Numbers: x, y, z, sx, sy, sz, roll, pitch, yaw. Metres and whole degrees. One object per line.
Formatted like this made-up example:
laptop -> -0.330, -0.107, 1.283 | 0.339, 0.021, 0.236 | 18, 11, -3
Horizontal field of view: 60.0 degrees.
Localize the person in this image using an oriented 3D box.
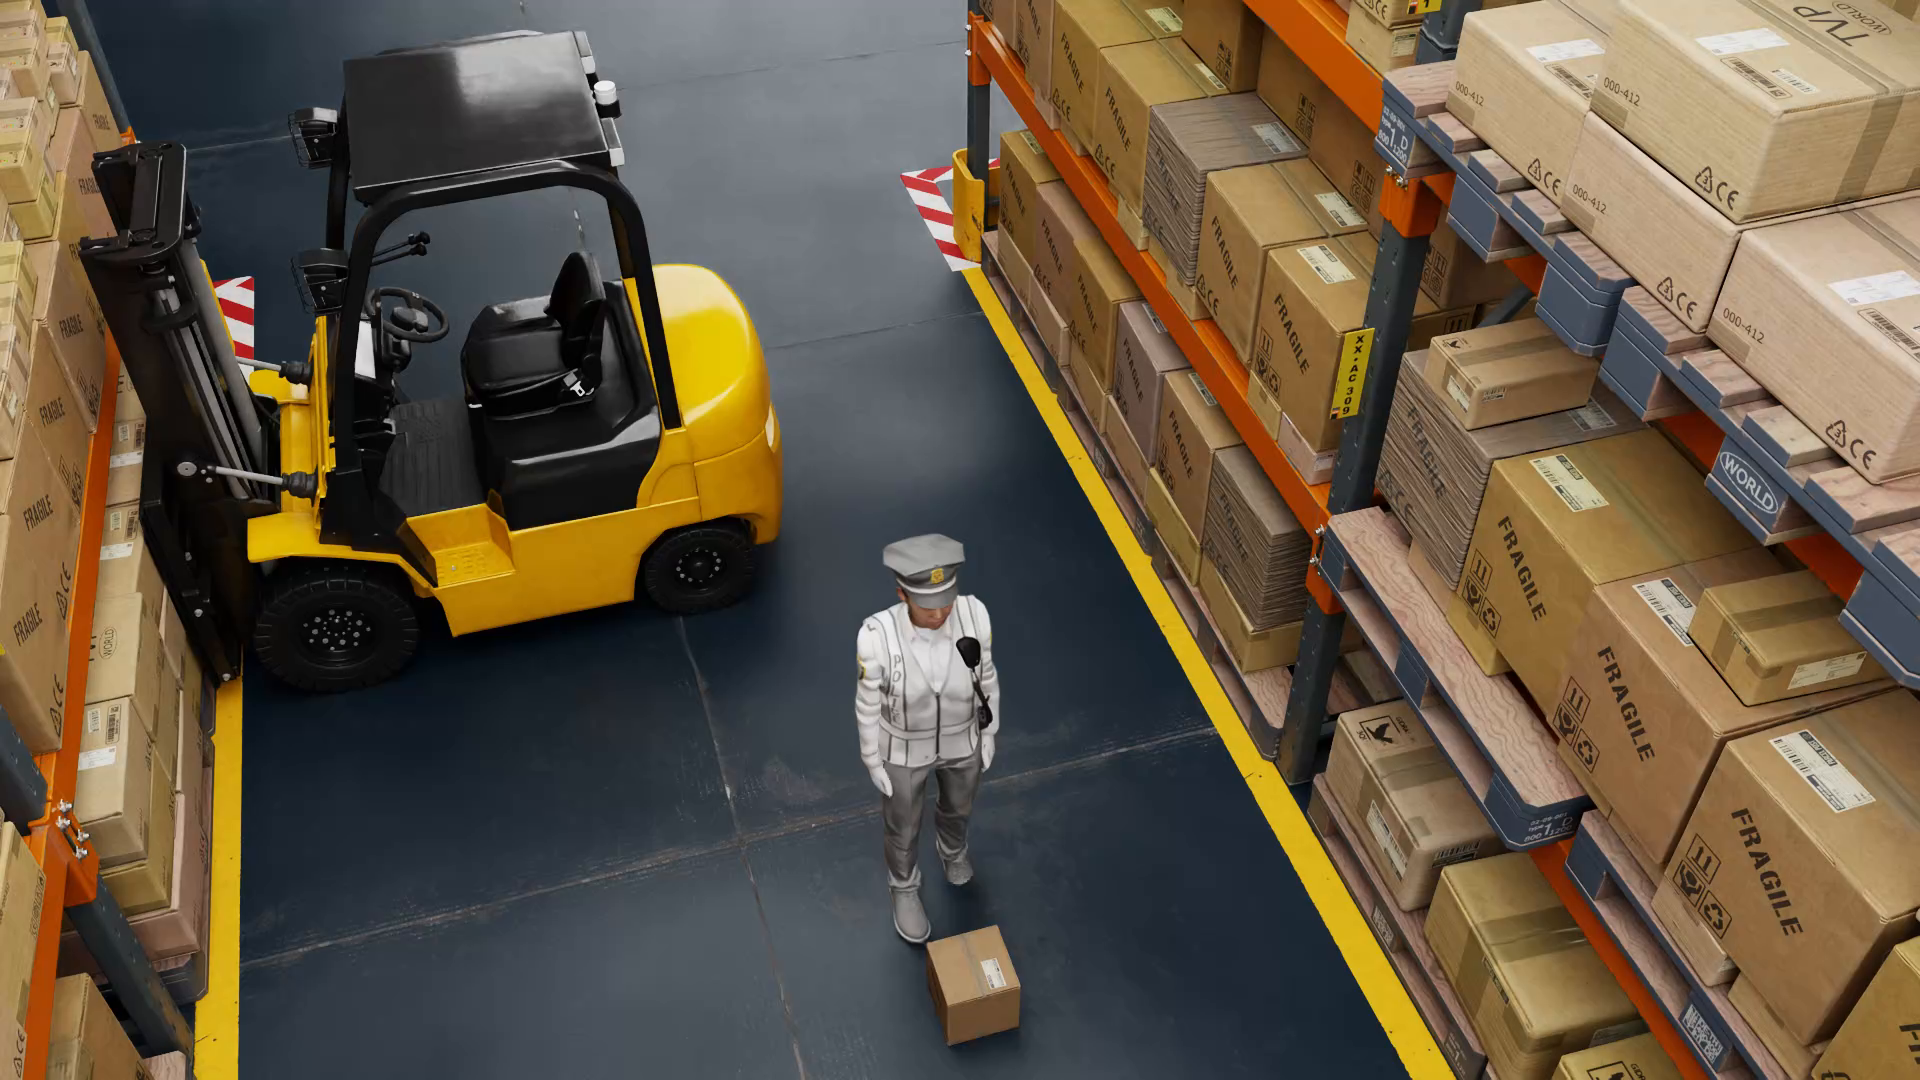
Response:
person -> -0.104, 0.680, 5.443 | 0.454, 1.740, 0.390 | -11, 44, -12
